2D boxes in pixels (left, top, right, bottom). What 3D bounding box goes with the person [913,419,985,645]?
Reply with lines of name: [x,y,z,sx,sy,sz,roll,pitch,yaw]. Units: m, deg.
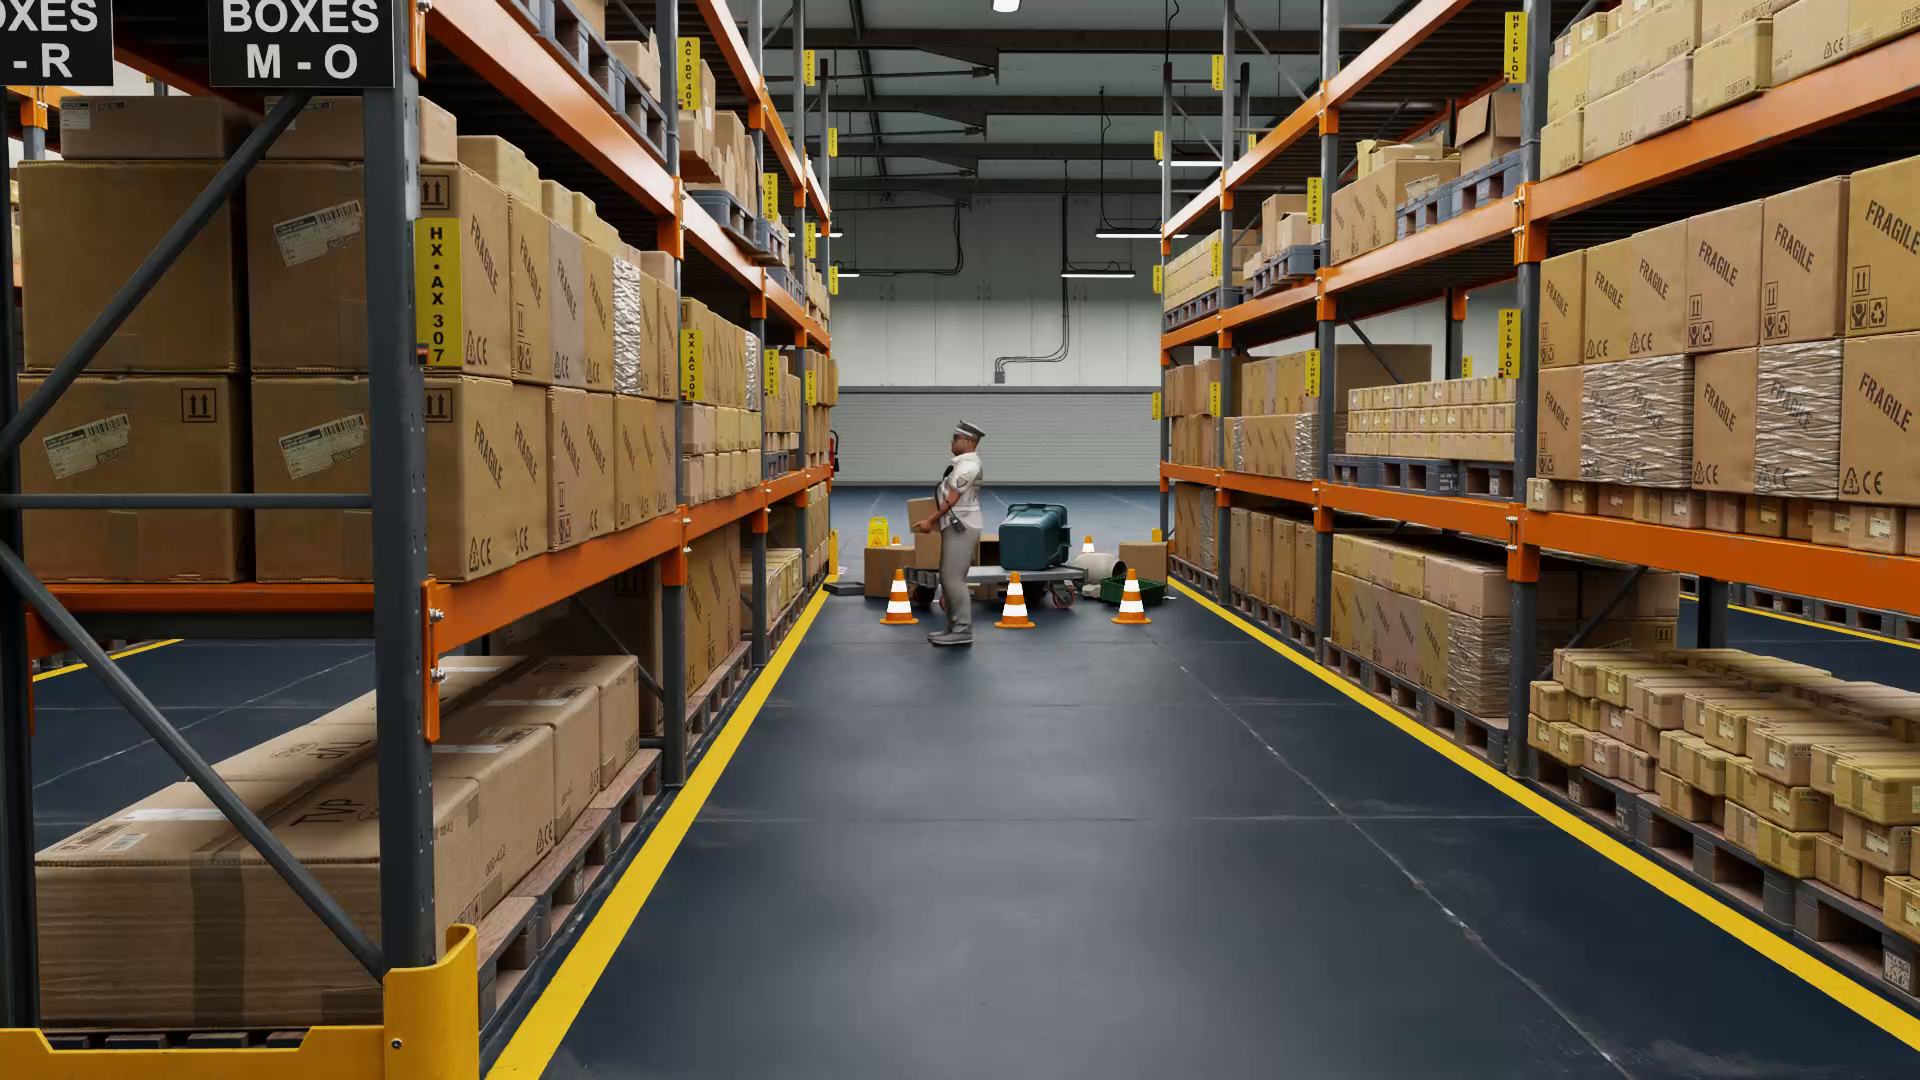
person: [-0.087,-0.067,13.095,0.573,1.763,0.494,0,4,-1]
